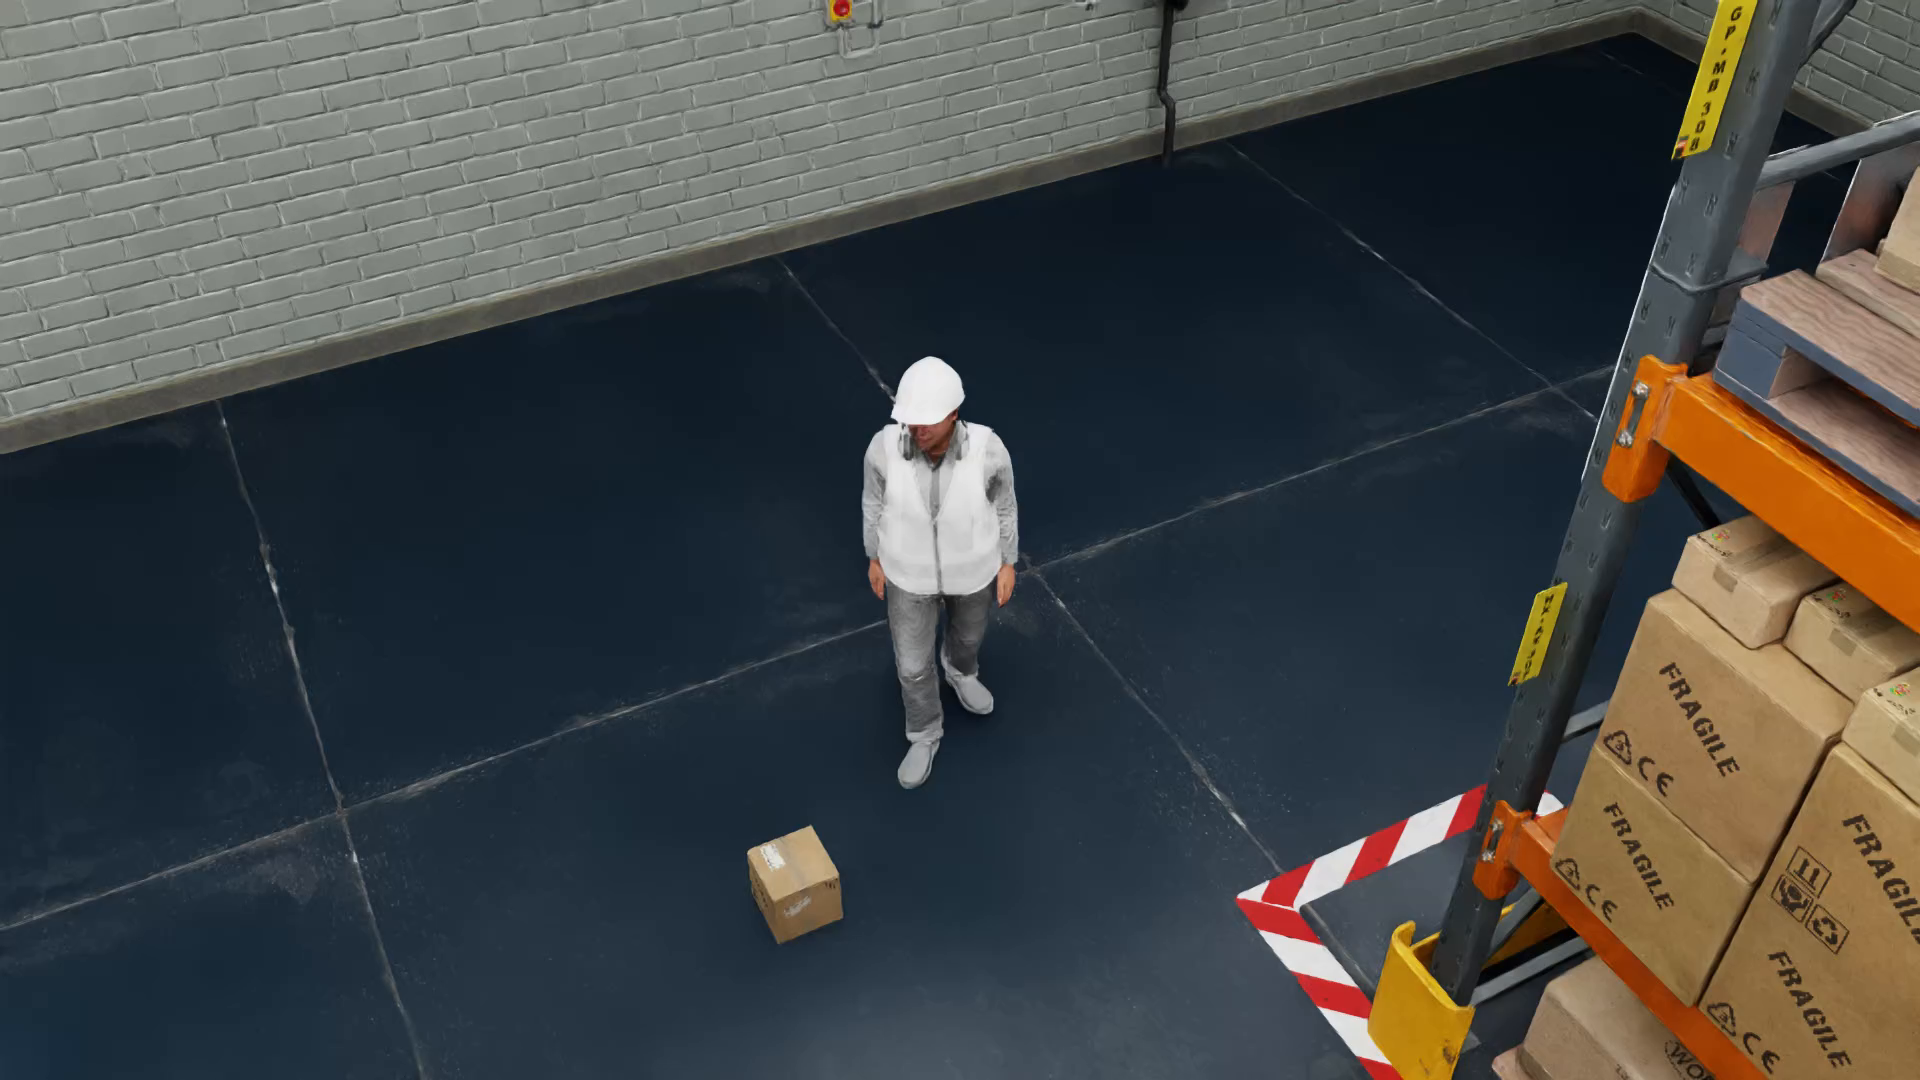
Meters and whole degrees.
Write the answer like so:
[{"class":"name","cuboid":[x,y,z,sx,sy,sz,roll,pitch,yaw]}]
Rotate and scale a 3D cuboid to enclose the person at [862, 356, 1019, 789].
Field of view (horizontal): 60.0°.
[{"class":"person","cuboid":[-0.070,0.088,6.033,0.560,1.776,0.638,-1,41,-1]}]
